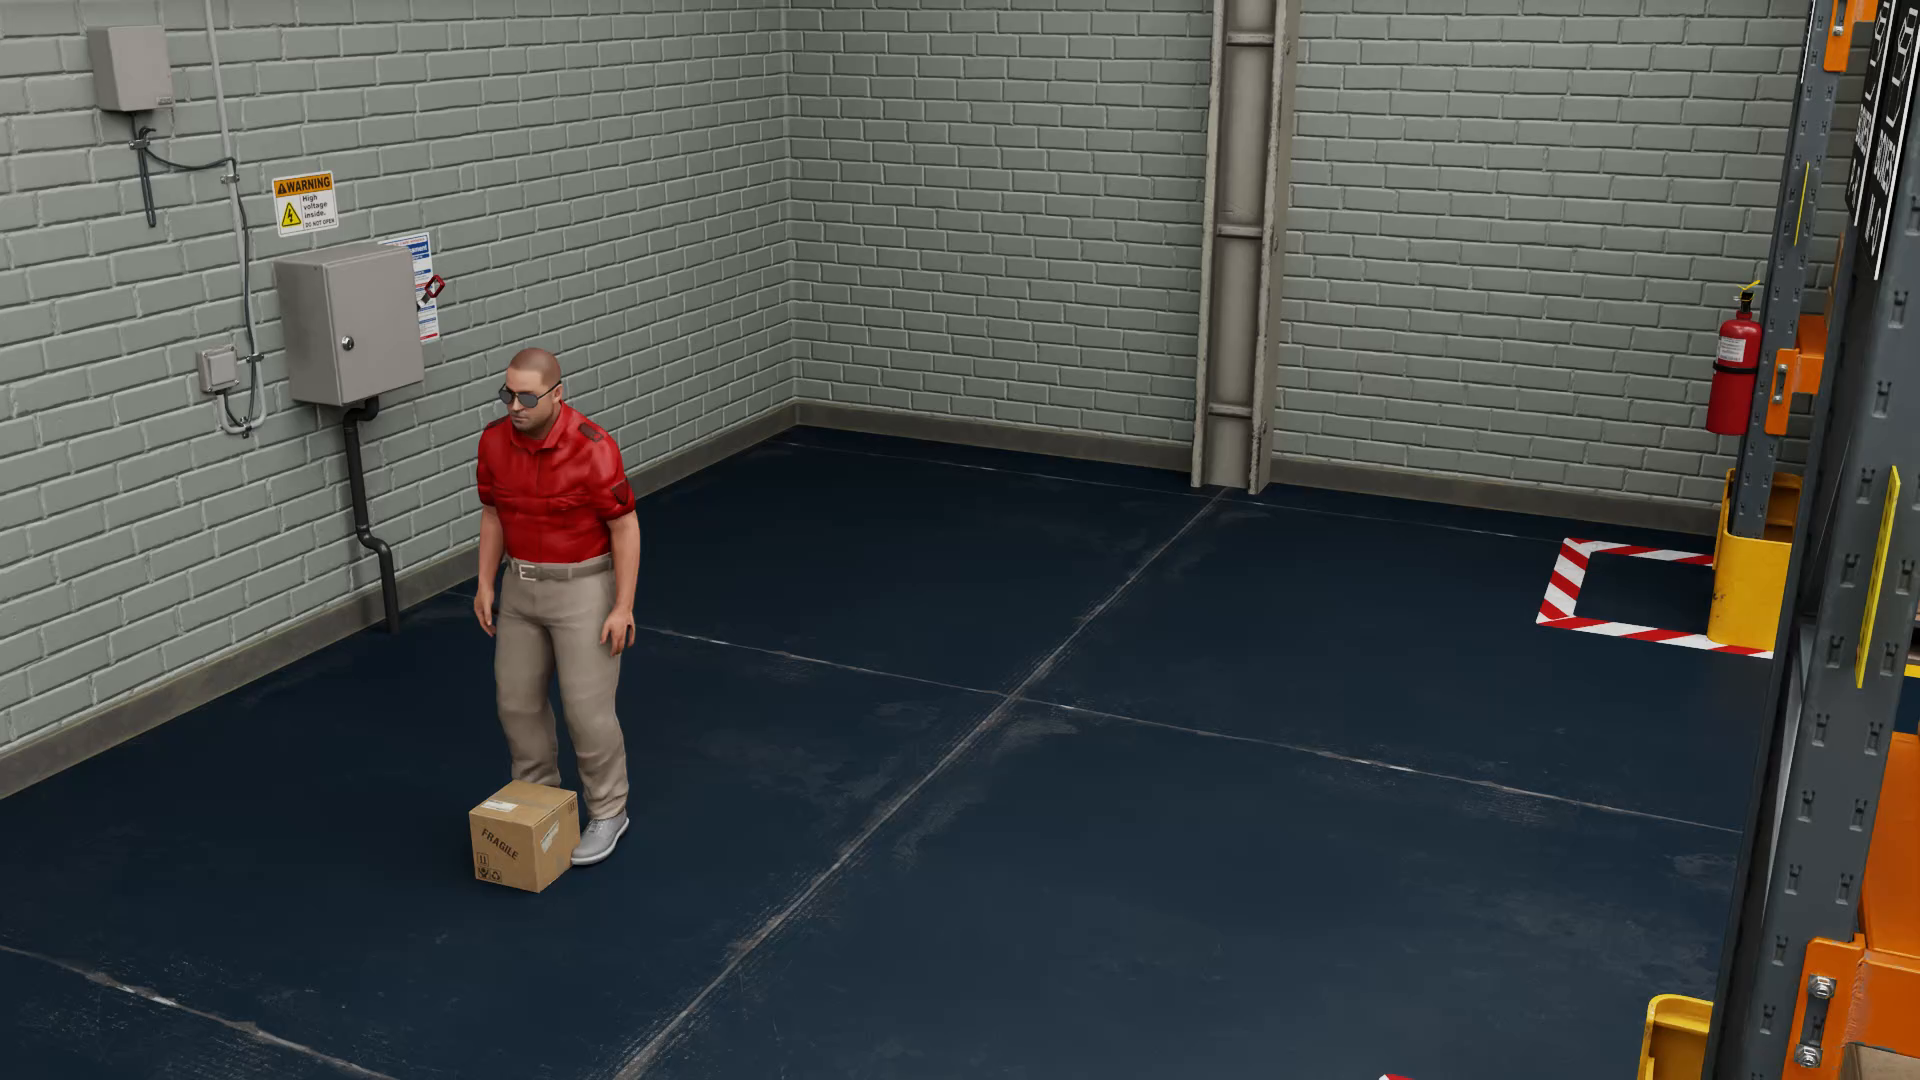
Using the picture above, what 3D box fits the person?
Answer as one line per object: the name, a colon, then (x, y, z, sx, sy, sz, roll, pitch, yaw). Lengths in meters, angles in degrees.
person: (-1.339, 0.204, 5.490, 0.605, 1.726, 0.402, 7, 20, 19)
